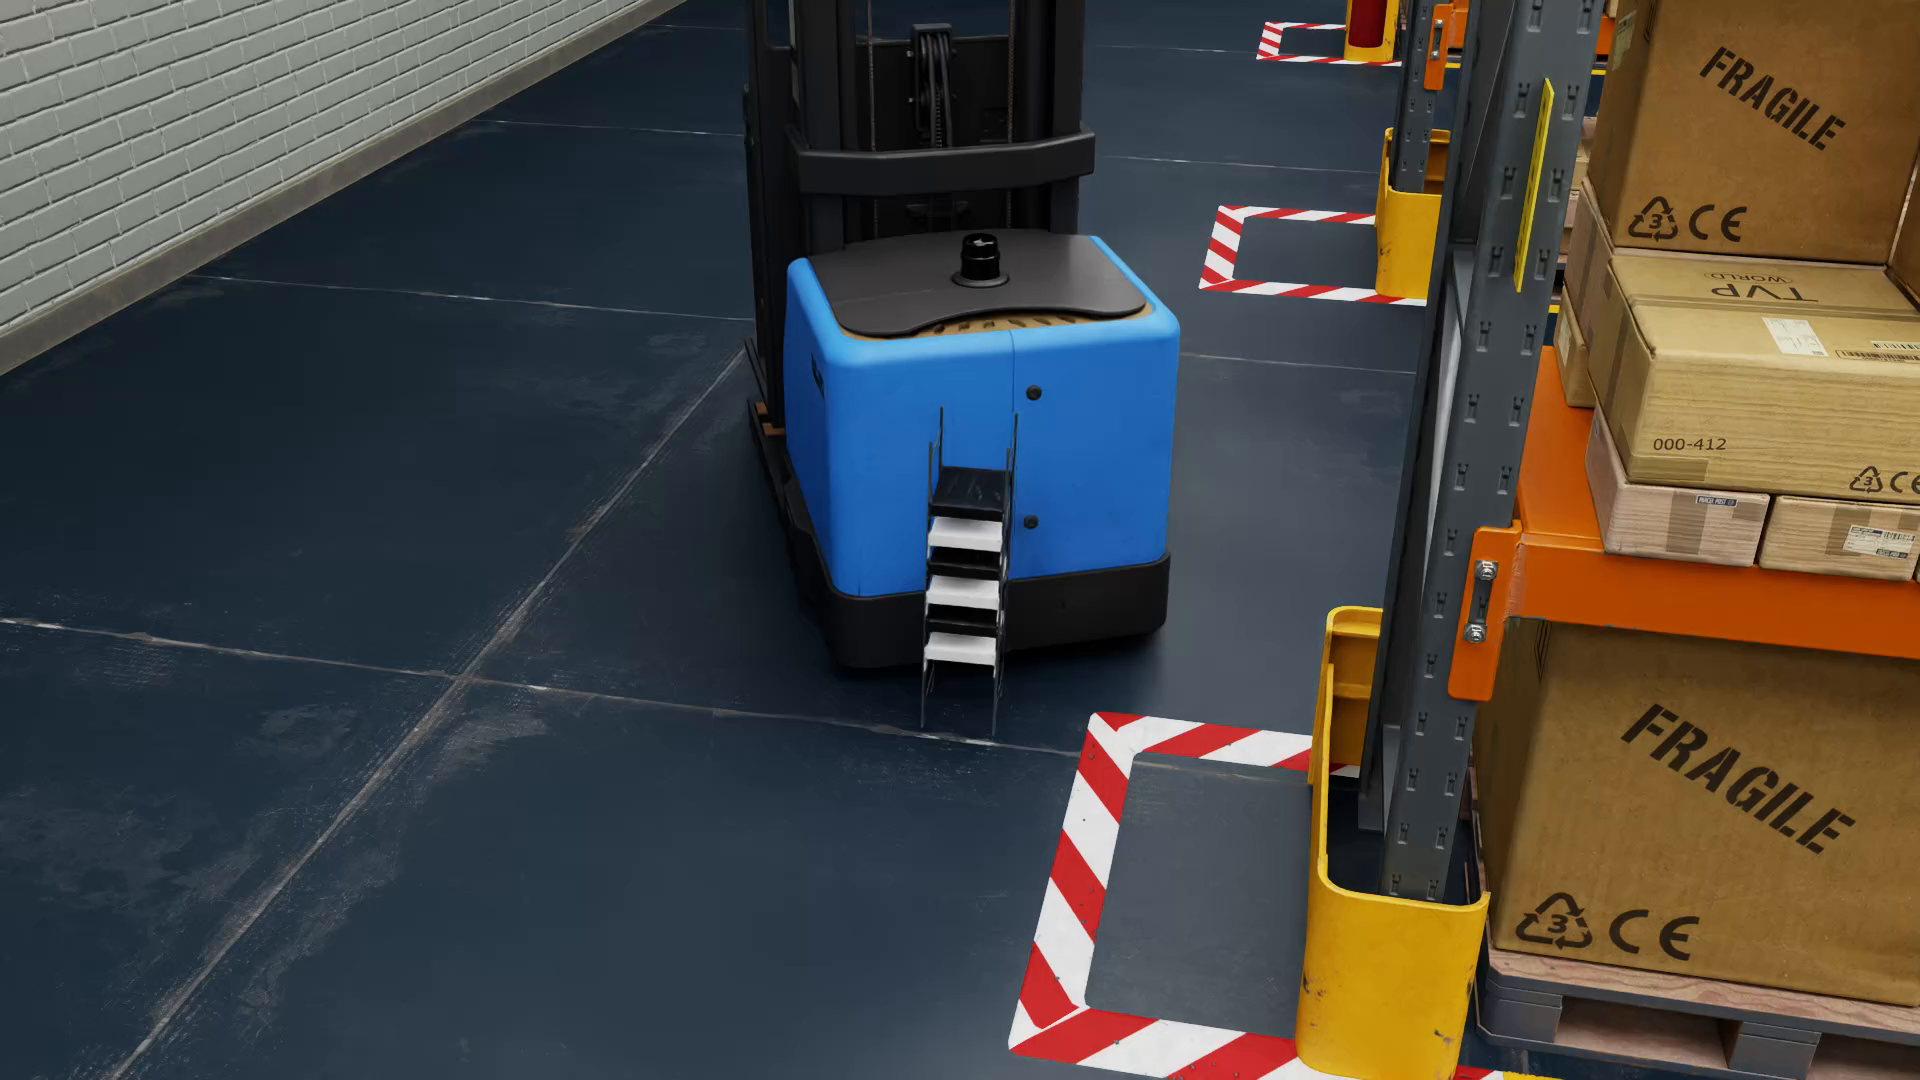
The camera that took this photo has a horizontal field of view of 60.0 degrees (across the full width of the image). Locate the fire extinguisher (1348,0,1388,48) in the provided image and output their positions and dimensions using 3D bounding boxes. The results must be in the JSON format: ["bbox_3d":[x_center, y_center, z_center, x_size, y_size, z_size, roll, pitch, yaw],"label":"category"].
[{"bbox_3d":[2.029,-2.778,8.170,0.183,0.674,0.296,6,29,11],"label":"fire extinguisher"}]

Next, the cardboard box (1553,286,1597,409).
[{"bbox_3d":[1.462,-0.423,3.661,0.250,0.149,0.380,6,29,12],"label":"cardboard box"}]

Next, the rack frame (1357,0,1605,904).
[{"bbox_3d":[1.045,-0.415,3.384,0.127,3.000,1.000,6,29,11],"label":"rack frame"}]

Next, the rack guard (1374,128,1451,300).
[{"bbox_3d":[2.254,-1.630,8.206,0.348,0.500,1.175,6,29,11],"label":"rack guard"}]

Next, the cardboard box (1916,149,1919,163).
[{"bbox_3d":[4.508,-1.785,7.798,0.250,0.149,0.380,5,29,8],"label":"cardboard box"}]

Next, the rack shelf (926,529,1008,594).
[{"bbox_3d":[0.025,0.046,4.590,0.200,0.077,0.258,5,29,5],"label":"rack shelf"}]

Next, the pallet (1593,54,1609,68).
[{"bbox_3d":[5.102,-3.679,12.249,1.213,0.211,1.003,6,29,11],"label":"pallet"}]

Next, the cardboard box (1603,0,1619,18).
[{"bbox_3d":[2.937,-2.379,7.233,0.250,0.149,0.380,5,29,9],"label":"cardboard box"}]

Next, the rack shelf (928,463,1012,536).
[{"bbox_3d":[0.031,-0.112,4.504,0.200,0.077,0.258,5,29,5],"label":"rack shelf"}]

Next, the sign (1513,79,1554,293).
[{"bbox_3d":[0.923,-0.569,2.682,0.005,0.325,0.100,6,29,11],"label":"sign"}]

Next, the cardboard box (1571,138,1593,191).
[{"bbox_3d":[2.916,-1.745,7.726,0.250,0.149,0.380,6,29,11],"label":"cardboard box"}]

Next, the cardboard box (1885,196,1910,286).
[{"bbox_3d":[2.070,-0.504,3.393,0.500,0.250,0.500,5,29,10],"label":"cardboard box"}]

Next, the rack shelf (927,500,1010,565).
[{"bbox_3d":[0.028,-0.033,4.547,0.200,0.077,0.258,5,29,5],"label":"rack shelf"}]

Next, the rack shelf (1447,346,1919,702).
[{"bbox_3d":[3.001,0.102,3.190,4.000,0.370,1.077,6,29,11],"label":"rack shelf"}]

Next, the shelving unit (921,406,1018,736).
[{"bbox_3d":[0.023,0.095,4.618,0.210,0.900,0.258,5,29,5],"label":"shelving unit"}]

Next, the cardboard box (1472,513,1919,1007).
[{"bbox_3d":[1.687,0.360,3.744,0.875,0.875,0.875,6,29,11],"label":"cardboard box"}]

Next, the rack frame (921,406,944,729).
[{"bbox_3d":[-0.078,0.086,4.627,0.006,0.900,0.240,5,29,5],"label":"rack frame"}]

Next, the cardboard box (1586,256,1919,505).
[{"bbox_3d":[1.458,-0.304,3.029,0.500,0.250,0.500,5,29,9],"label":"cardboard box"}]

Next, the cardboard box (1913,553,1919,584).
[{"bbox_3d":[1.825,-0.063,3.003,0.250,0.149,0.380,5,29,9],"label":"cardboard box"}]

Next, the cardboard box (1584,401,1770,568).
[{"bbox_3d":[1.323,-0.114,3.096,0.250,0.149,0.380,6,29,11],"label":"cardboard box"}]

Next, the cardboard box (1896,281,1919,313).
[{"bbox_3d":[1.968,-0.255,2.939,0.500,0.250,0.500,6,29,10],"label":"cardboard box"}]

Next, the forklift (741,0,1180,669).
[{"bbox_3d":[-0.199,-1.597,5.614,1.130,2.935,3.031,-6,29,-12],"label":"forklift"}]

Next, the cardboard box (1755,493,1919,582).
[{"bbox_3d":[1.574,-0.089,3.050,0.250,0.149,0.380,5,29,10],"label":"cardboard box"}]

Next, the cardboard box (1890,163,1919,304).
[{"bbox_3d":[1.947,-0.583,2.757,0.500,0.500,0.500,5,29,9],"label":"cardboard box"}]

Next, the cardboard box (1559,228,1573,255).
[{"bbox_3d":[2.898,-1.477,7.855,0.250,0.149,0.380,6,29,10],"label":"cardboard box"}]

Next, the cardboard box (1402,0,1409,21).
[{"bbox_3d":[3.781,-4.110,12.364,0.875,0.438,0.875,5,29,9],"label":"cardboard box"}]

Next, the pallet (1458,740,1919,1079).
[{"bbox_3d":[1.843,0.852,3.974,1.213,0.211,1.003,6,29,11],"label":"pallet"}]

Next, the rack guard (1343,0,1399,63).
[{"bbox_3d":[3.091,-3.974,12.489,0.348,0.500,1.175,6,29,11],"label":"rack guard"}]

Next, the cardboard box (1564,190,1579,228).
[{"bbox_3d":[2.894,-1.571,7.717,0.250,0.149,0.380,6,29,10],"label":"cardboard box"}]

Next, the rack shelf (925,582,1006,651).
[{"bbox_3d":[0.018,0.204,4.677,0.200,0.077,0.258,5,29,5],"label":"rack shelf"}]

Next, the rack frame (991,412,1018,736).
[{"bbox_3d":[0.123,0.105,4.608,0.006,0.900,0.240,5,29,5],"label":"rack frame"}]

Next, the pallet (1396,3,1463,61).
[{"bbox_3d":[3.913,-3.802,12.475,1.213,0.211,1.003,6,29,11],"label":"pallet"}]

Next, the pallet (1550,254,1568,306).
[{"bbox_3d":[3.041,-1.405,8.096,1.213,0.211,1.003,6,29,11],"label":"pallet"}]

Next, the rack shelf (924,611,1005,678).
[{"bbox_3d":[0.015,0.283,4.720,0.200,0.077,0.258,5,29,5],"label":"rack shelf"}]

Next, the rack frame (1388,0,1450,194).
[{"bbox_3d":[2.179,-2.734,7.620,0.127,3.000,1.000,6,29,11],"label":"rack frame"}]

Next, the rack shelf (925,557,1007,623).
[{"bbox_3d":[0.021,0.125,4.634,0.200,0.077,0.258,5,29,5],"label":"rack shelf"}]

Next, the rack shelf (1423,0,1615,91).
[{"bbox_3d":[4.135,-2.218,7.426,4.000,0.370,1.077,6,29,11],"label":"rack shelf"}]

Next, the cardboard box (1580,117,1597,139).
[{"bbox_3d":[2.984,-1.942,8.086,0.250,0.149,0.380,6,29,12],"label":"cardboard box"}]

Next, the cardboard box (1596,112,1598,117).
[{"bbox_3d":[3.264,-1.976,8.147,0.250,0.149,0.380,5,29,9],"label":"cardboard box"}]

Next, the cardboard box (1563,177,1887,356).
[{"bbox_3d":[1.574,-0.555,3.487,0.500,0.250,0.500,5,29,10],"label":"cardboard box"}]

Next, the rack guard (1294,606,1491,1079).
[{"bbox_3d":[1.021,0.680,3.988,0.348,0.500,1.175,6,29,11],"label":"rack guard"}]

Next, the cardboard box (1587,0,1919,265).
[{"bbox_3d":[1.576,-0.883,3.304,0.500,0.500,0.500,6,29,11],"label":"cardboard box"}]

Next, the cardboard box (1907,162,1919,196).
[{"bbox_3d":[4.178,-1.613,7.485,0.250,0.149,0.380,6,29,11],"label":"cardboard box"}]
